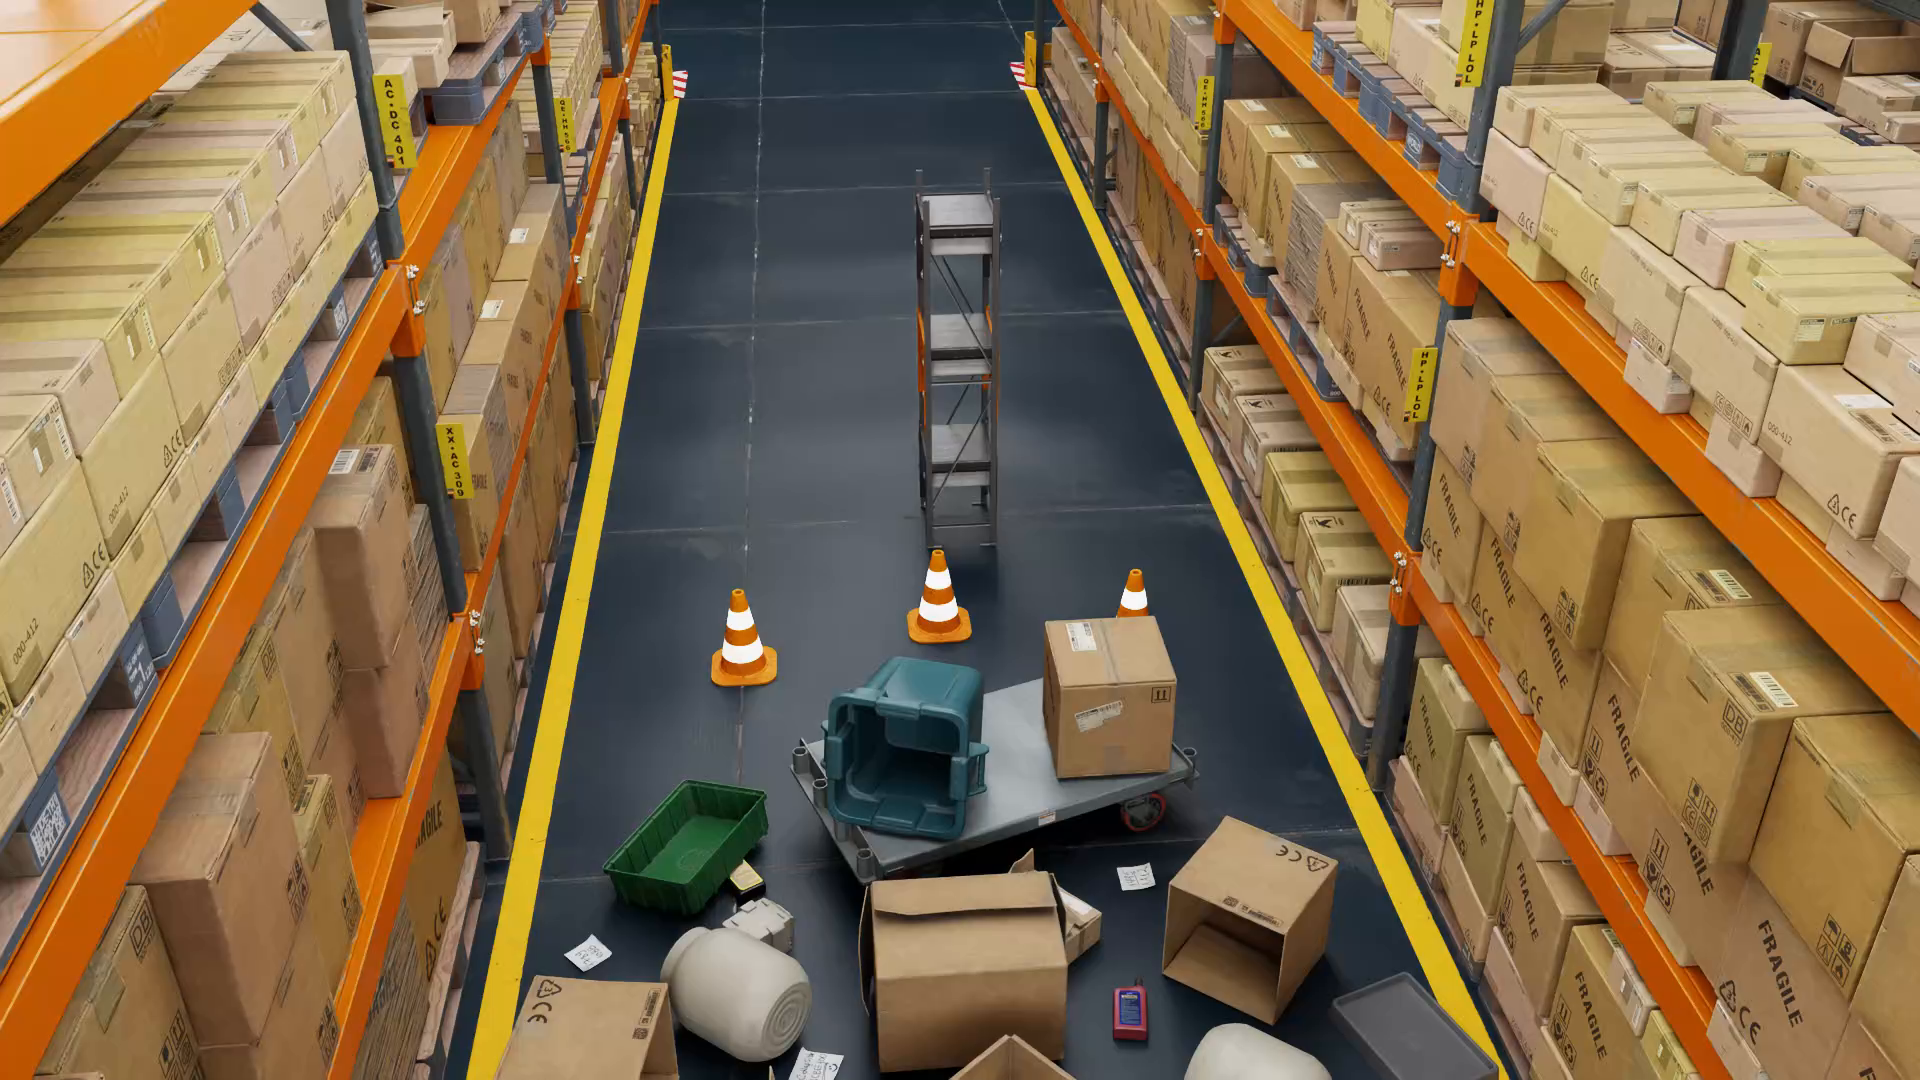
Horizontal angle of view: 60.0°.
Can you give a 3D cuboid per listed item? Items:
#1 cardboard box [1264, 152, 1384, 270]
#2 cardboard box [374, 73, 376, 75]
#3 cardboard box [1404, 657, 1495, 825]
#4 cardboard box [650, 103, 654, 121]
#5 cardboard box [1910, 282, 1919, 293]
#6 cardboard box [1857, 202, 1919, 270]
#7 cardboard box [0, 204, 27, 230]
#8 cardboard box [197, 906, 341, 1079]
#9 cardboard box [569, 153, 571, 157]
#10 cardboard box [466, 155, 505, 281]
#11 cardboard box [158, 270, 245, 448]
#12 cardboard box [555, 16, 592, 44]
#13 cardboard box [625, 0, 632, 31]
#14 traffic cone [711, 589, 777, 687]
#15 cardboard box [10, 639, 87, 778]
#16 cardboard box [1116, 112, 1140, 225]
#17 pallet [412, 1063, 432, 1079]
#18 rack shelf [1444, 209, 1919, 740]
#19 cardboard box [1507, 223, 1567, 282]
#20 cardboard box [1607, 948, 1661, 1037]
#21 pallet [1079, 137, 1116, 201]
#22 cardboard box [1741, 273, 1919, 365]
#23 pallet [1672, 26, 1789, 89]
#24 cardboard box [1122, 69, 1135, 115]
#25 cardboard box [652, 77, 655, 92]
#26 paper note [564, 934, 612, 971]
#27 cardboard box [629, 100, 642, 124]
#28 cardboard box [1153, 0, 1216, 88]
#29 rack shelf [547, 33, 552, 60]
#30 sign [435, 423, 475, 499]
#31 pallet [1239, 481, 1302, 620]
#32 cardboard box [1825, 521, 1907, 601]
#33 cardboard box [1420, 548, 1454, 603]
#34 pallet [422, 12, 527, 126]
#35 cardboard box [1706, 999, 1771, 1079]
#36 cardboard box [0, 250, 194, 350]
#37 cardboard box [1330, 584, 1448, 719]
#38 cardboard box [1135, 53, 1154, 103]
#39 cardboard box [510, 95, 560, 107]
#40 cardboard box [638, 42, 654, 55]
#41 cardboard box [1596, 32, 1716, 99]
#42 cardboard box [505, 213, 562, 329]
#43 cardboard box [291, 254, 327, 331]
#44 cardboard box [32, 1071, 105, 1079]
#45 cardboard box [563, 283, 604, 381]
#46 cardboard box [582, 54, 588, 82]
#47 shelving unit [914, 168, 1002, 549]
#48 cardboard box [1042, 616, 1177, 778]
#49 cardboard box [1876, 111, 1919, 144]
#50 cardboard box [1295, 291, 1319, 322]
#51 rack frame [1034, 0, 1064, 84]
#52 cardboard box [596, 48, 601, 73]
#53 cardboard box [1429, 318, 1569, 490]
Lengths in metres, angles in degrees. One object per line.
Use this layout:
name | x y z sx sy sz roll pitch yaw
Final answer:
cardboard box | 1.970 -1.774 8.999 0.500 0.500 0.500 -2 31 -4
cardboard box | -2.307 -1.643 6.275 0.258 0.266 0.396 -3 31 -5
cardboard box | 2.206 0.834 6.970 0.500 0.500 0.500 -1 31 -2
cardboard box | -3.177 -4.176 16.187 0.380 0.149 0.250 -4 31 -7
cardboard box | 2.873 -0.520 4.626 0.500 0.250 0.500 -2 31 -4
cardboard box | 2.855 -0.870 4.824 0.380 0.149 0.250 -2 31 -4
cardboard box | -2.706 -0.893 4.355 0.380 0.149 0.250 -2 31 -4
cardboard box | -2.205 1.349 4.420 0.875 0.550 0.550 -3 31 -5
cardboard box | -2.791 -2.635 11.072 0.380 0.149 0.250 -1 31 -2
cardboard box | -2.742 -1.635 8.489 0.700 0.500 0.500 -3 31 -5
cardboard box | -2.057 -0.433 3.975 0.500 0.250 0.500 -3 31 -5
cardboard box | -2.966 -3.817 12.471 0.380 0.149 0.250 -4 31 -6
cardboard box | -3.095 -4.642 14.209 0.500 0.500 0.500 -3 31 -5
traffic cone | -1.121 0.462 8.525 0.336 0.463 0.334 -3 31 -5
cardboard box | -1.885 0.321 3.101 0.380 0.149 0.250 -3 31 -4
cardboard box | 1.810 -3.198 13.842 0.875 0.875 0.875 -2 31 -3
pallet | -2.389 2.344 5.621 1.003 0.211 1.213 -3 31 -5
rack shelf | 2.607 -0.116 4.797 1.077 0.370 4.000 -3 31 -5
cardboard box | 2.171 -1.031 5.871 0.380 0.149 0.250 -3 31 -5
cardboard box | 2.315 1.440 5.323 0.380 0.149 0.250 -1 31 -2
pallet | 1.679 -3.438 15.300 1.003 0.211 1.213 -3 31 -5
cardboard box | 2.292 -0.578 4.336 0.380 0.149 0.250 -2 31 -3
pallet | 6.580 -3.987 13.688 1.003 0.211 1.213 -3 31 -5
cardboard box | 1.533 -3.415 12.688 0.500 0.250 0.500 -3 31 -5
cardboard box | -3.236 -4.559 16.539 0.380 0.149 0.250 -4 31 -7
paper note | -1.534 1.705 6.866 0.142 0.020 0.147 27 40 37
cardboard box | -3.101 -3.888 15.125 0.380 0.149 0.250 -2 31 -4
cardboard box | 1.642 -3.440 11.512 0.500 0.500 0.500 -3 31 -5
rack shelf | -3.059 -3.912 11.151 1.077 0.370 4.000 -3 31 -5
sign | -1.946 -0.303 6.411 0.100 0.325 0.005 -3 31 -5
pallet | 2.229 0.017 9.516 1.003 0.211 1.213 -3 31 -5
cardboard box | 2.407 0.015 4.120 0.380 0.149 0.250 -3 31 -5
cardboard box | 2.130 0.126 6.860 0.380 0.149 0.250 -3 31 -5
pallet | -2.652 -2.222 7.804 1.003 0.211 1.213 -1 31 -2
cardboard box | 2.355 1.425 4.685 0.380 0.149 0.250 -2 31 -4
cardboard box | -1.981 -0.538 3.762 0.380 0.149 0.250 -2 31 -4
cardboard box | 2.369 0.522 8.105 0.950 0.372 0.625 -2 31 -4
cardboard box | 1.580 -3.373 12.131 0.500 0.250 0.500 -4 31 -6
cardboard box | -2.769 -2.748 10.681 0.380 0.149 0.250 -3 31 -5
cardboard box | -3.318 -4.950 16.903 0.380 0.149 0.250 -2 31 -4
cardboard box | 2.765 -1.880 6.784 0.500 0.250 0.500 -4 31 -6
cardboard box | -2.518 -1.483 9.211 0.500 0.500 0.500 -3 31 -5
cardboard box | -2.073 -0.711 4.829 0.380 0.149 0.250 -3 31 -4
cardboard box | -2.121 1.453 3.193 0.875 0.550 0.550 -3 31 -5
cardboard box | -2.685 -1.392 11.185 0.500 0.500 0.500 -4 31 -7
cardboard box | -2.913 -3.427 12.108 0.380 0.149 0.250 -4 31 -7
shelving unit | -0.015 -0.986 9.354 0.431 2.100 0.503 -3 31 -5
cardboard box | 0.651 0.690 7.369 0.500 0.500 0.500 -3 31 -5
cardboard box | 6.545 -2.830 11.399 0.380 0.149 0.250 -2 31 -4
cardboard box | 1.994 -1.271 8.788 0.380 0.149 0.250 -2 31 -3
rack frame | 1.299 -6.285 17.348 1.000 3.000 0.127 -3 31 -5
cardboard box | -2.987 -3.701 12.856 0.380 0.149 0.250 -3 31 -4
cardboard box | 2.245 -0.523 6.339 0.700 0.500 0.500 -3 31 -5
